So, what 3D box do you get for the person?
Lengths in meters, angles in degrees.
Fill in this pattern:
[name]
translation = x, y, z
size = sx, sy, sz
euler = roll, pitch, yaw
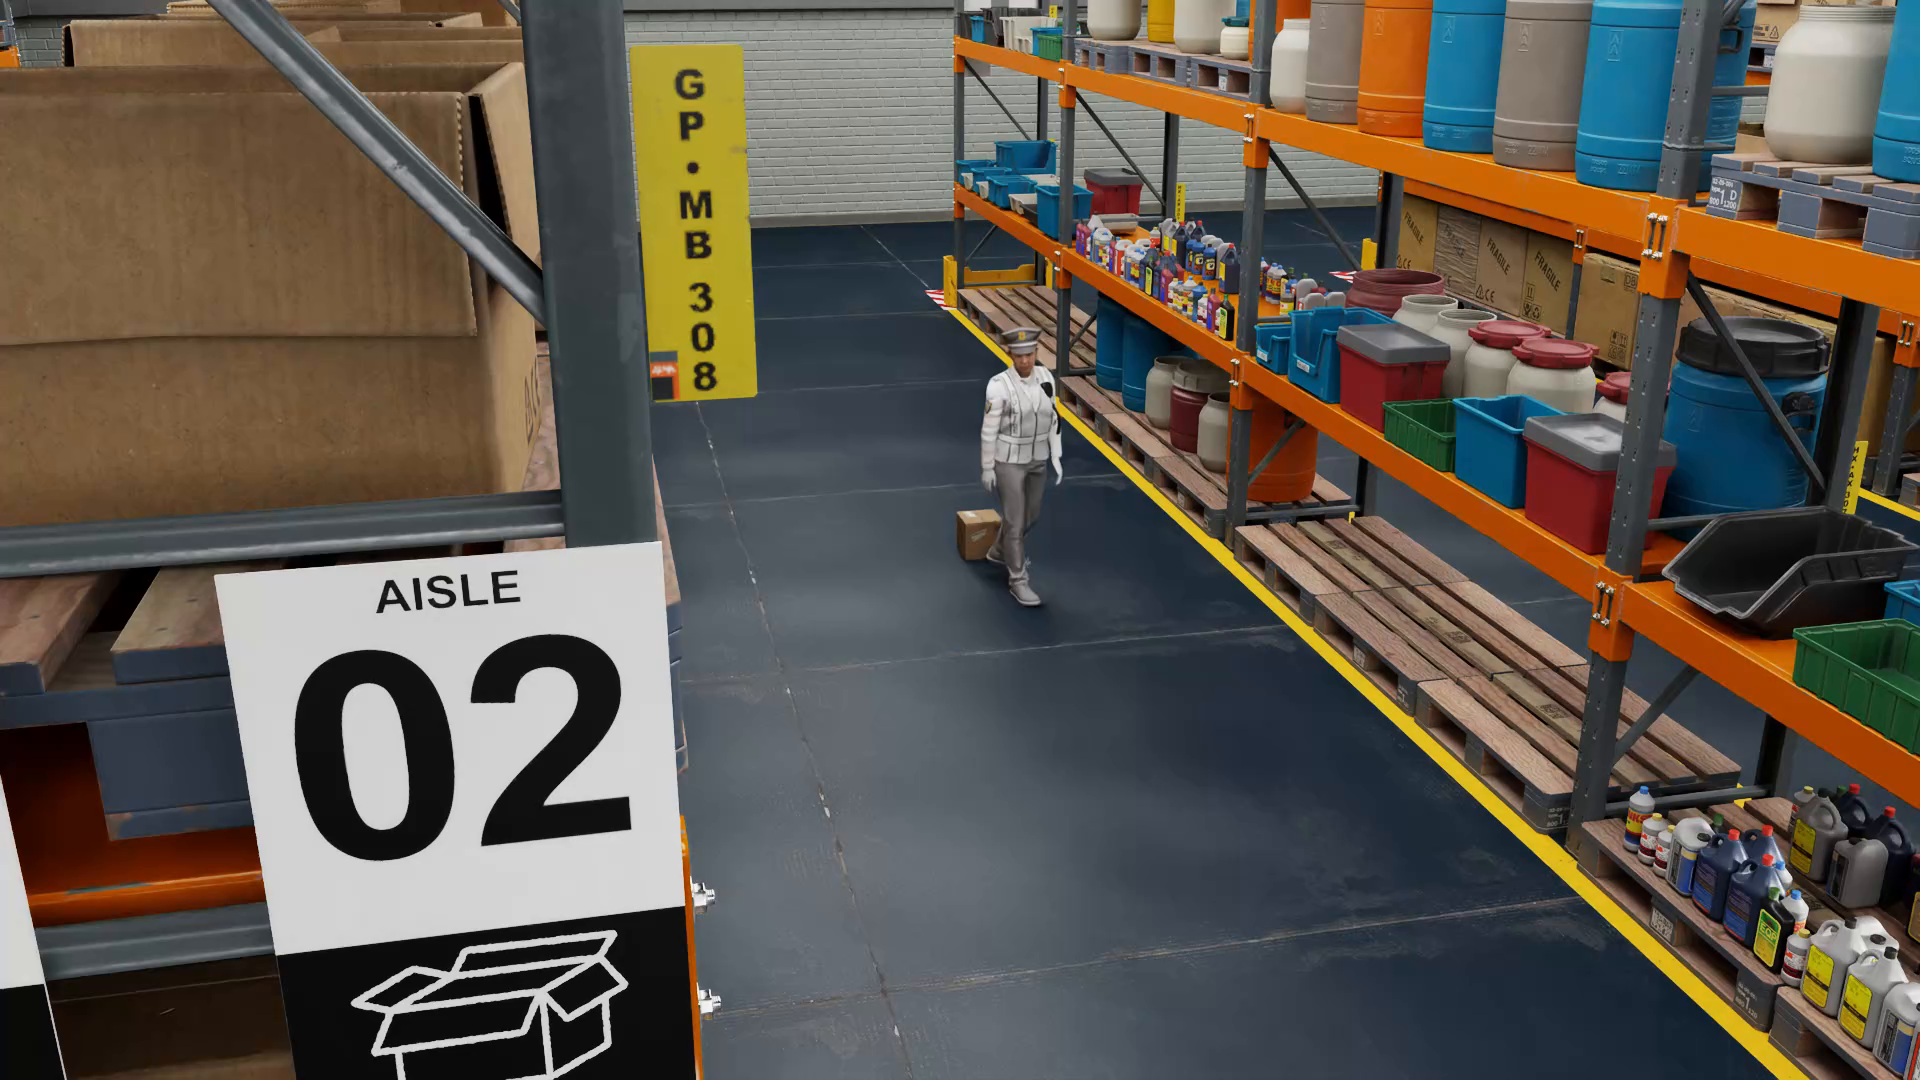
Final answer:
[person]
translation = 0.321, -0.482, 9.888
size = 0.502, 1.666, 0.635
euler = -13, 23, -32
